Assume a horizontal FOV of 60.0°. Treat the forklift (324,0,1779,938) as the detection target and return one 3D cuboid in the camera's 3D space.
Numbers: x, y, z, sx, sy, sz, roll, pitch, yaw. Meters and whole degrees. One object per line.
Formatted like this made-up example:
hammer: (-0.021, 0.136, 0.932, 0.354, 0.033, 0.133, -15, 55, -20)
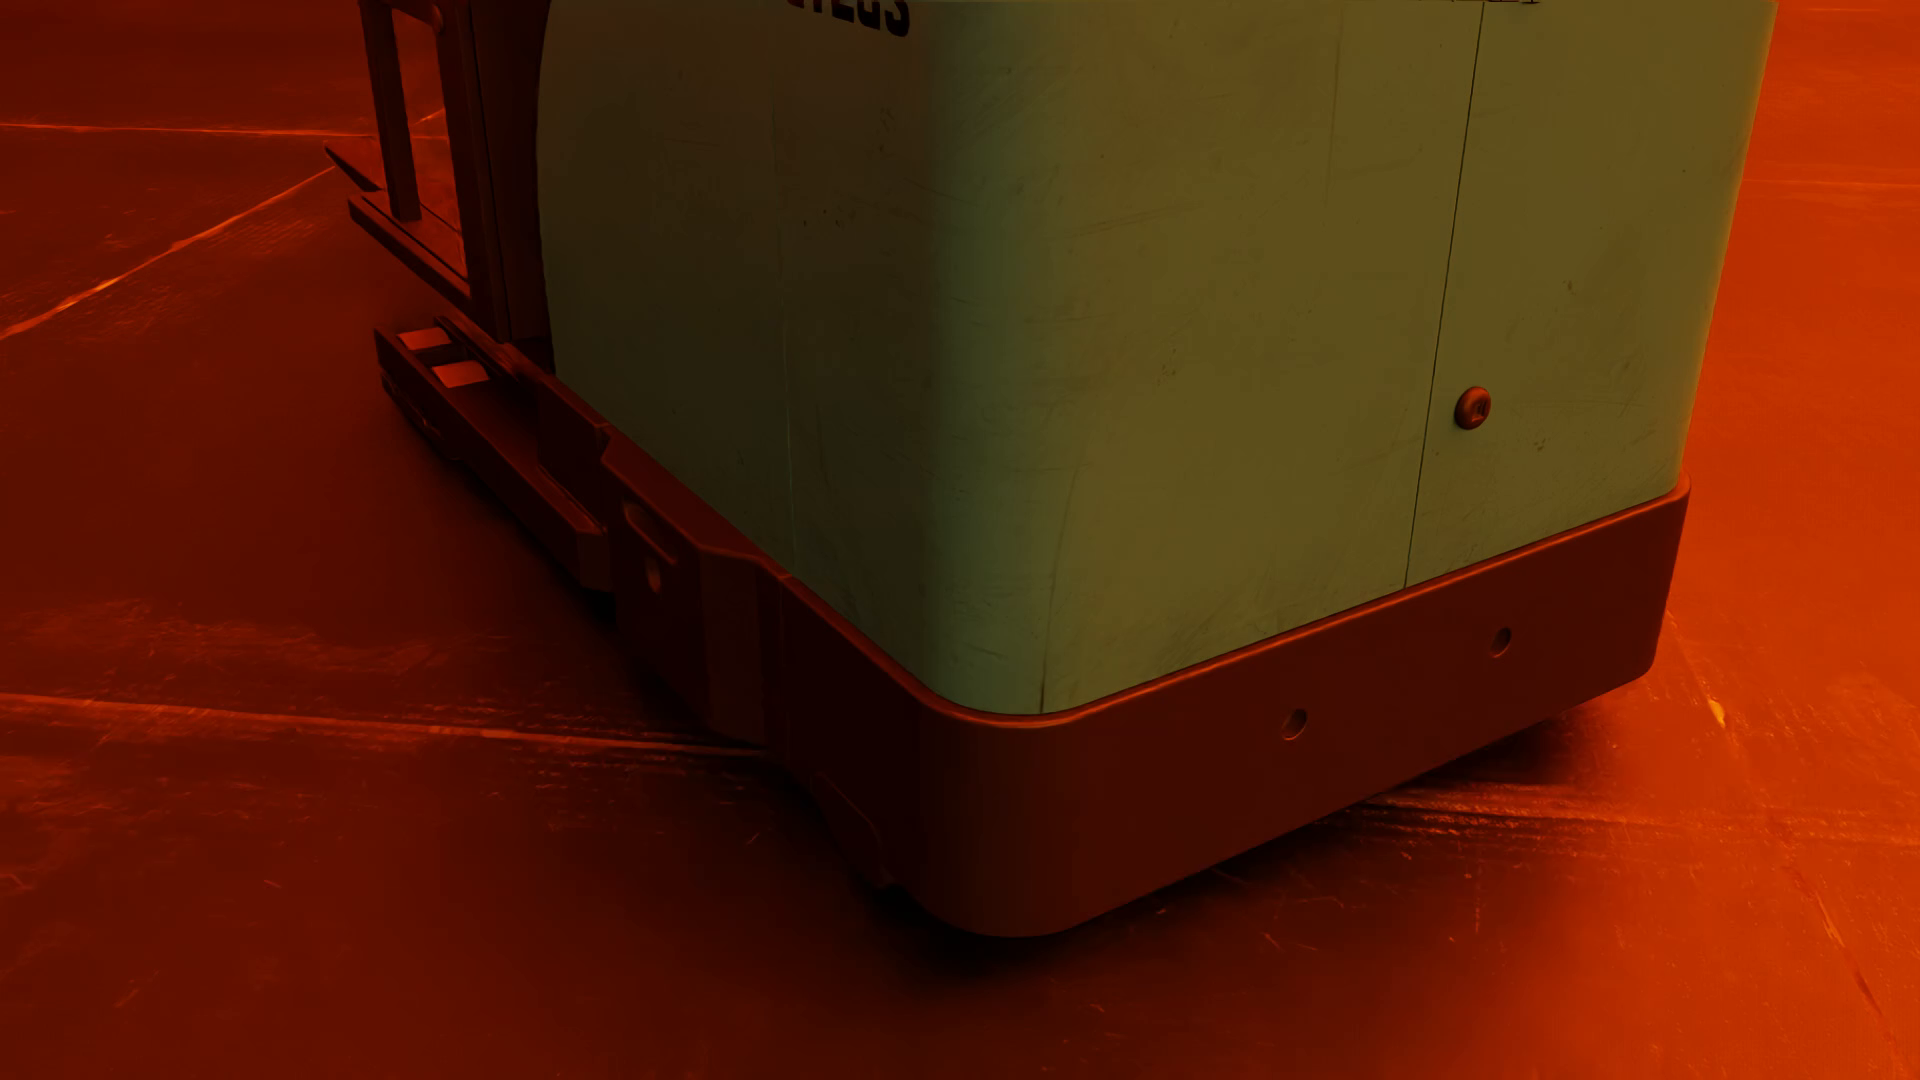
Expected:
forklift: (-0.360, -1.545, 2.314, 1.130, 2.935, 3.031, -16, 31, -29)
